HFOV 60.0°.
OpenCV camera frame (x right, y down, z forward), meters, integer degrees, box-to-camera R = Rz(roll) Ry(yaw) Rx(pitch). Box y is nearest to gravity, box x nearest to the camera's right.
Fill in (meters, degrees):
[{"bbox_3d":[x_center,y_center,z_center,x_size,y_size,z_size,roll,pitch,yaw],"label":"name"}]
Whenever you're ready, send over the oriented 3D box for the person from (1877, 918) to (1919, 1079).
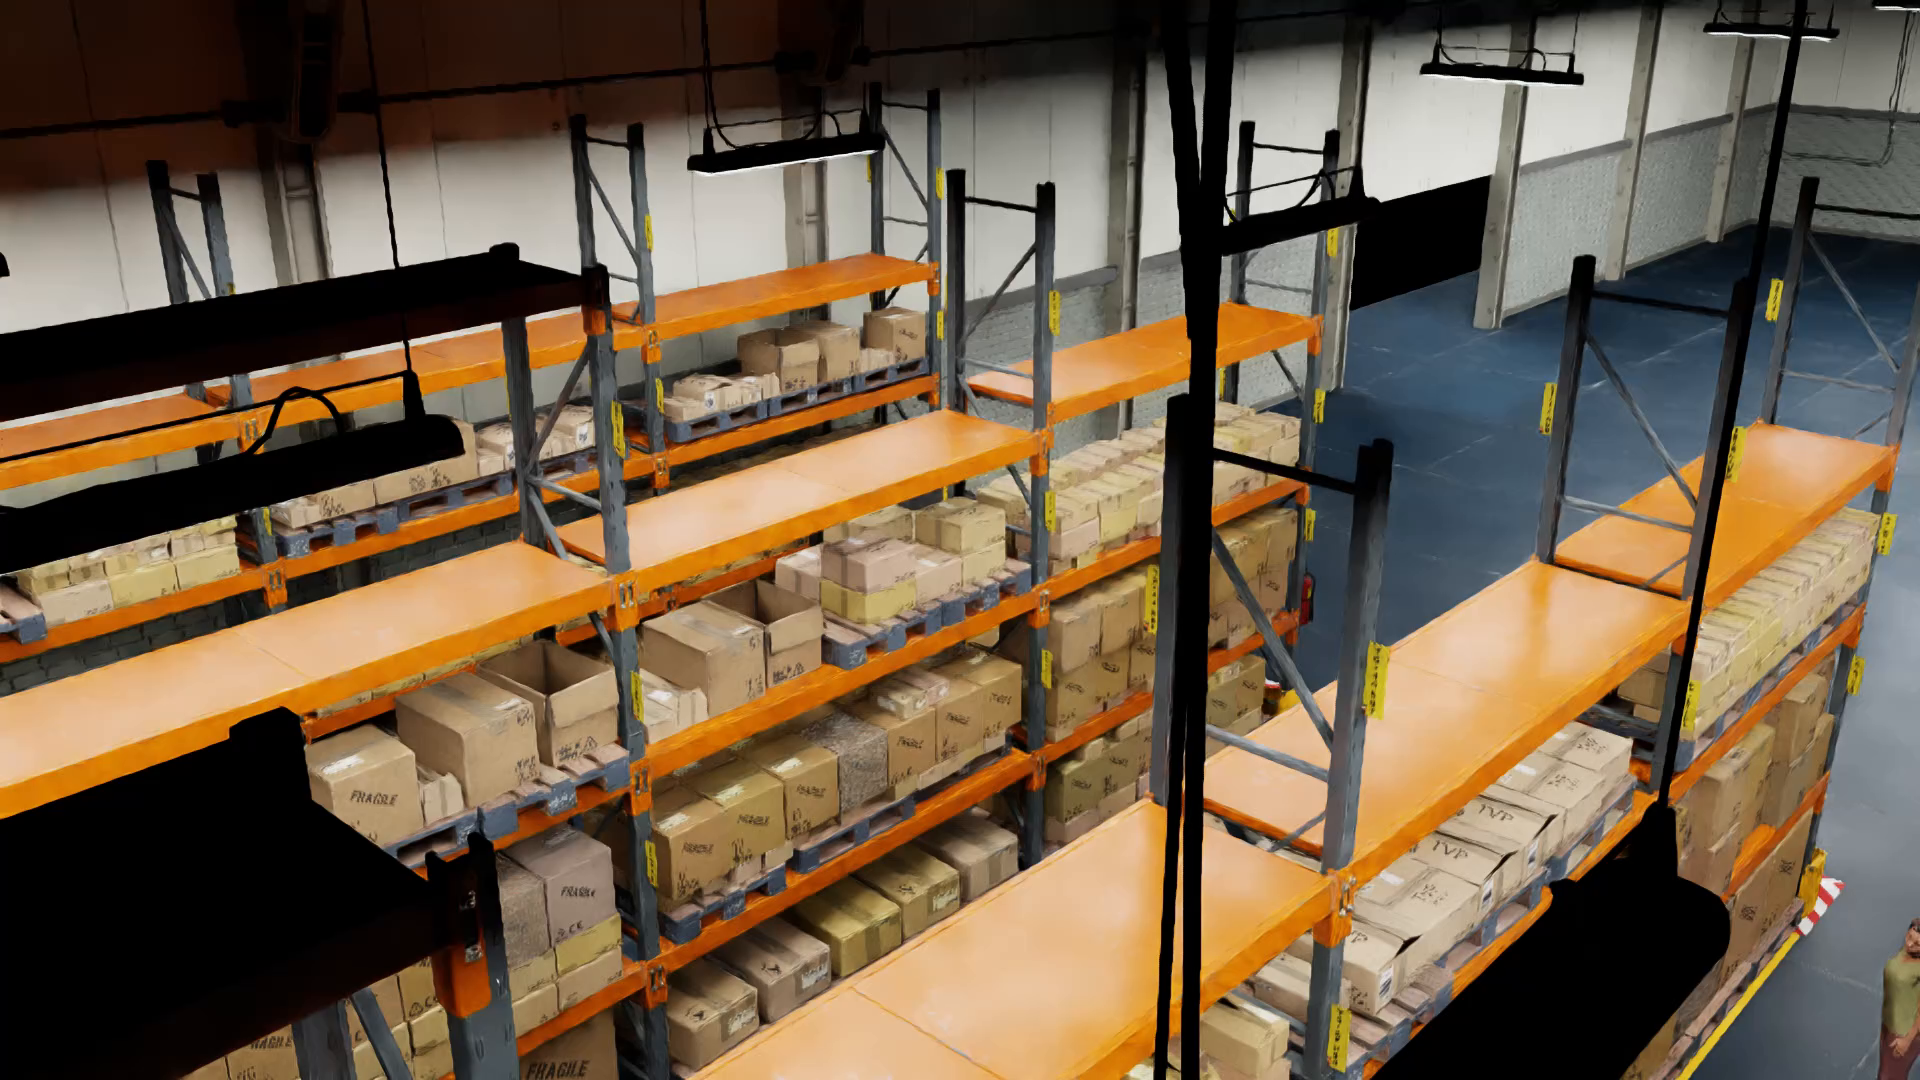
[{"bbox_3d":[6.310,3.274,11.235,0.441,1.675,0.498,4,22,11],"label":"person"}]
